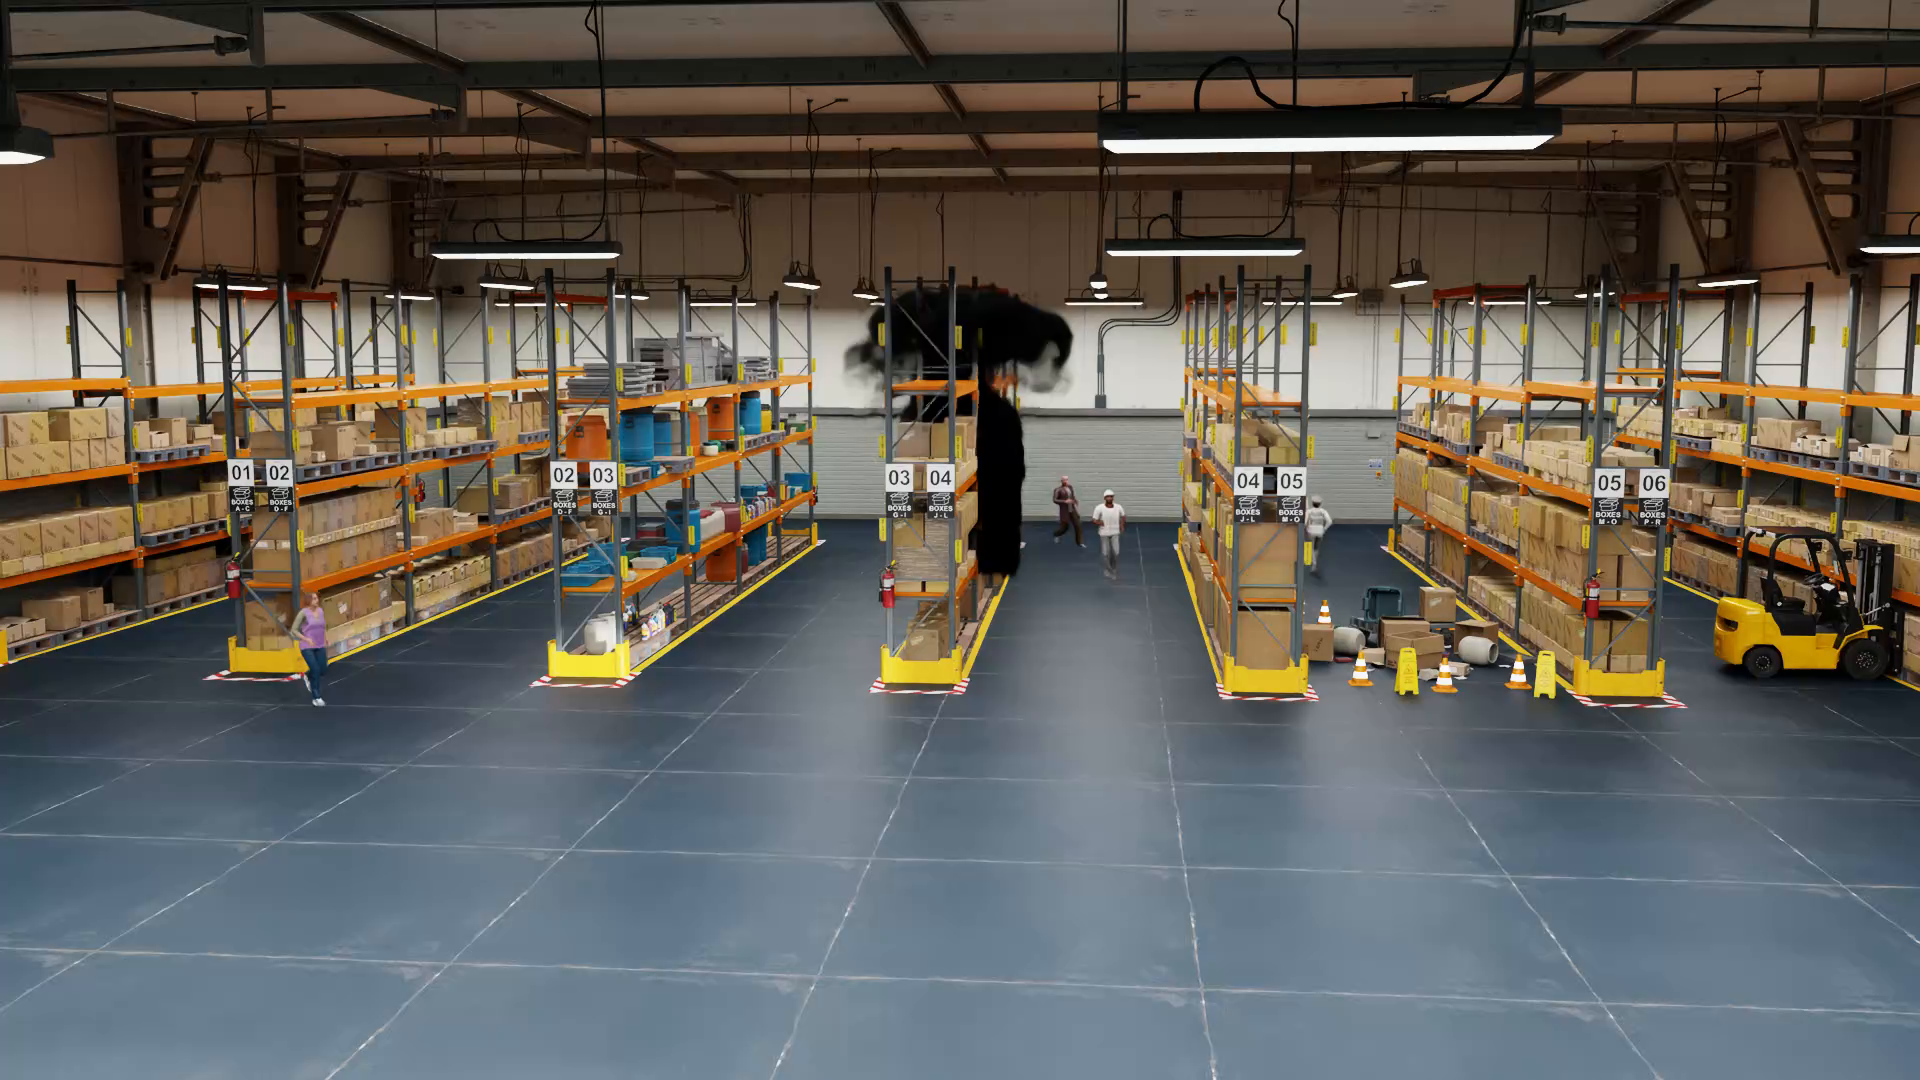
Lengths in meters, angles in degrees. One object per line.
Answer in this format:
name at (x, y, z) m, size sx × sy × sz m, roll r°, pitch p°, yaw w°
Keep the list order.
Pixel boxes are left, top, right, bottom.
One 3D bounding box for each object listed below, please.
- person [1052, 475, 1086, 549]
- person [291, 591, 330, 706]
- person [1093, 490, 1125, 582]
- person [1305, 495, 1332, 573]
person at (2.535, -0.677, 39.856) m, size 0.735 × 1.751 × 0.952 m, roll -4°, pitch 8°, yaw -32°
person at (-8.912, 1.486, 22.778) m, size 0.591 × 1.585 × 0.531 m, roll 5°, pitch 8°, yaw 33°
person at (2.938, -0.074, 32.519) m, size 0.681 × 1.810 × 0.622 m, roll 0°, pitch 7°, yaw -4°
person at (7.538, -0.101, 35.228) m, size 0.624 × 1.685 × 0.708 m, roll 0°, pitch 7°, yaw -1°
